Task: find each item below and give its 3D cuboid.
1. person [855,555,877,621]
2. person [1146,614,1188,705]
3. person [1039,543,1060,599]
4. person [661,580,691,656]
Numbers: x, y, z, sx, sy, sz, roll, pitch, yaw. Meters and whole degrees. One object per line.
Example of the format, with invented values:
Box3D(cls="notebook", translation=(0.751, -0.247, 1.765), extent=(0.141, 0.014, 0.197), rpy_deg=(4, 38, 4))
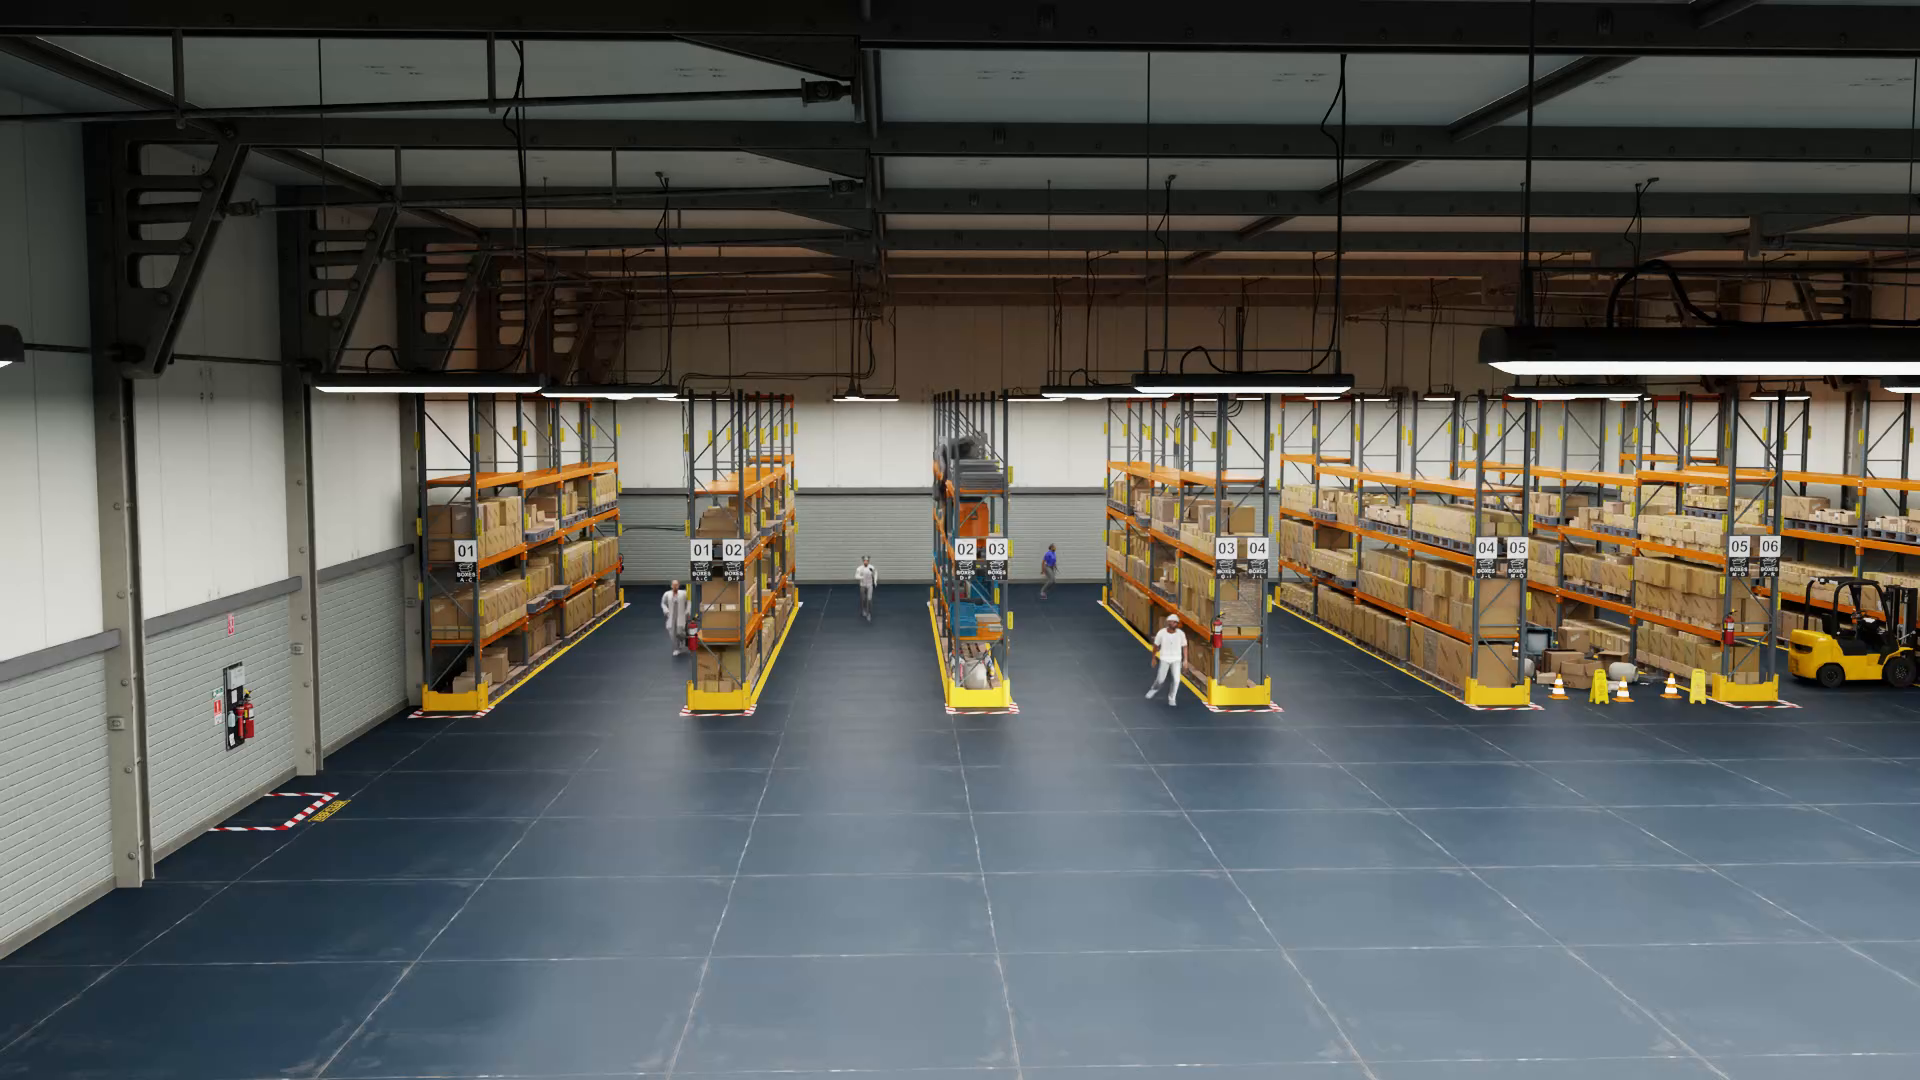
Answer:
Box3D(cls="person", translation=(-2.496, 1.265, 44.240), extent=(0.577, 1.740, 0.816), rpy_deg=(0, 5, -2))
Box3D(cls="person", translation=(3.923, 2.259, 31.588), extent=(0.741, 1.721, 0.604), rpy_deg=(0, 5, -3))
Box3D(cls="person", translation=(2.618, 0.917, 48.977), extent=(0.527, 1.617, 0.693), rpy_deg=(2, 5, 26))
Box3D(cls="person", translation=(-6.484, 1.772, 37.967), extent=(0.689, 1.724, 0.679), rpy_deg=(0, 5, 1))
